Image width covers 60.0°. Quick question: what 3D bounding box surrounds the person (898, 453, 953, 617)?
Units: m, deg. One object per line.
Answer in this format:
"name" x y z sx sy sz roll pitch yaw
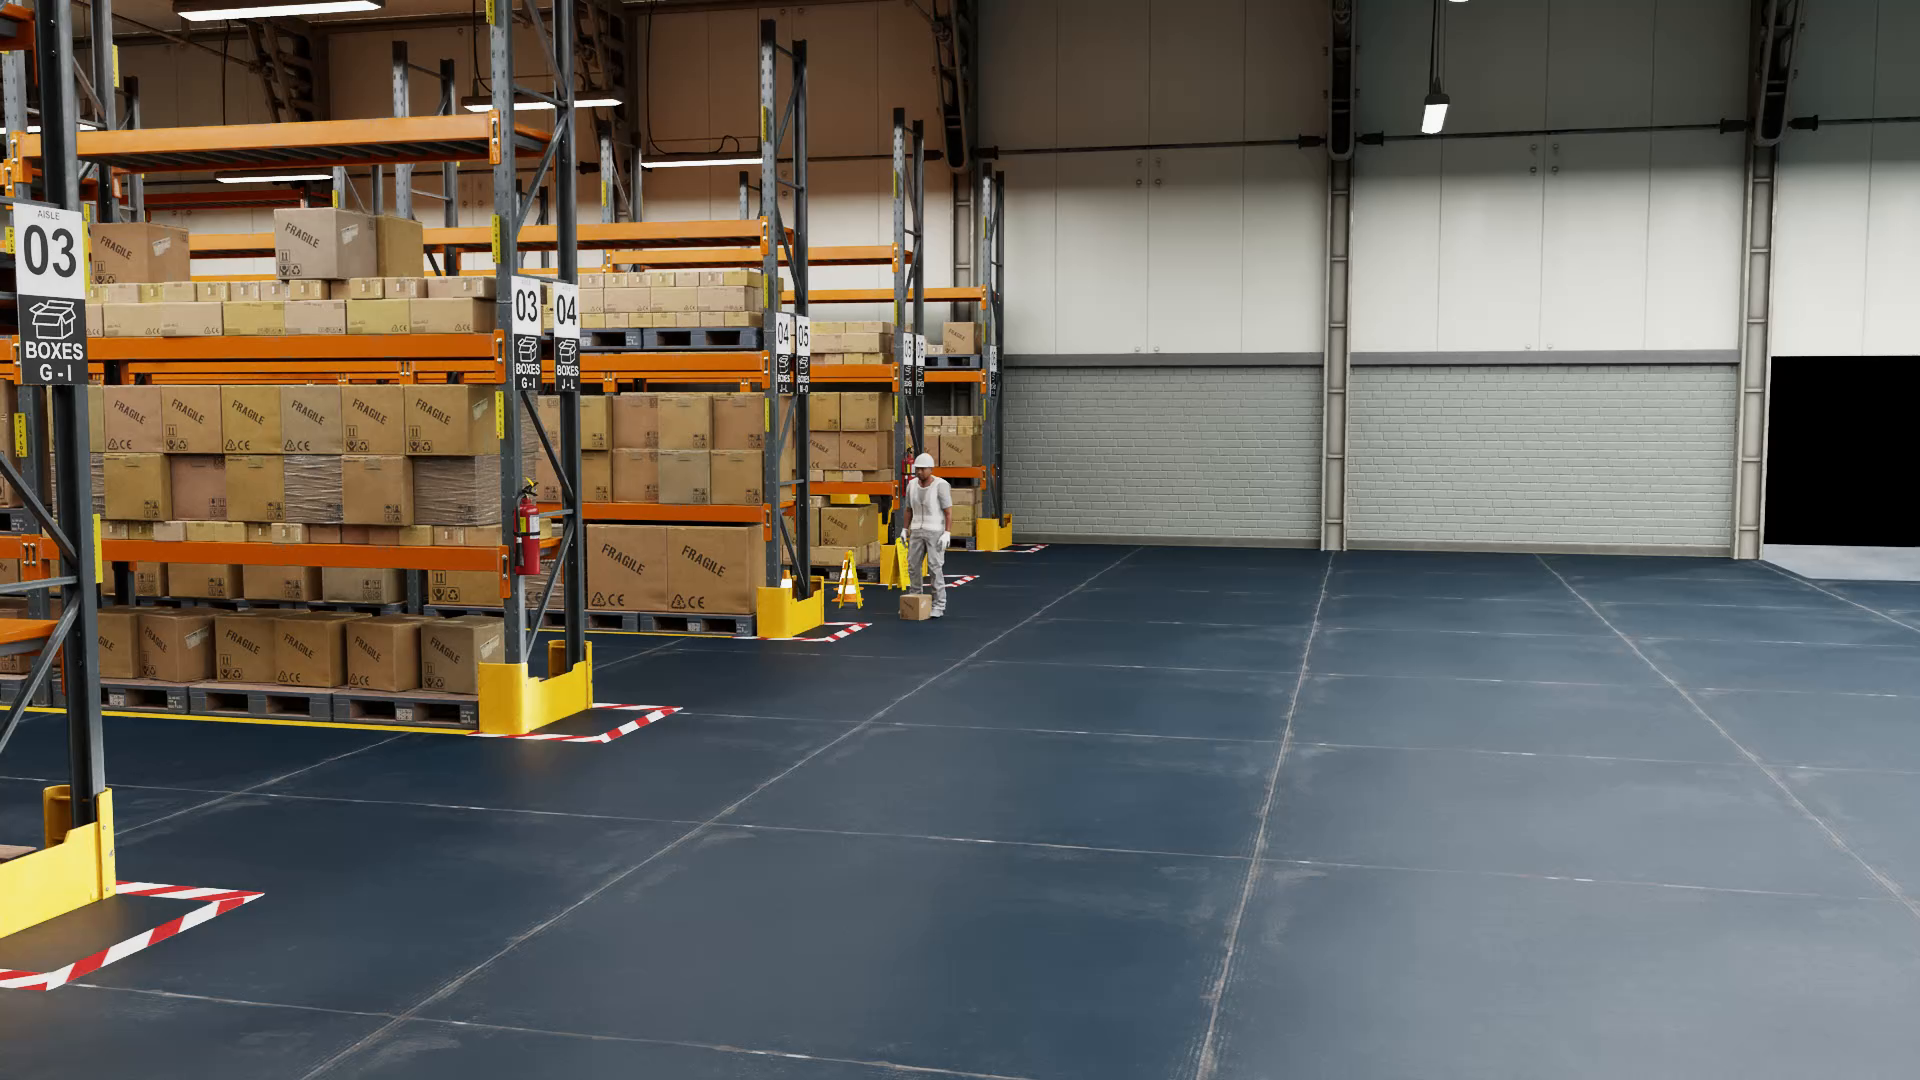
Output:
"person" -0.371 -0.055 18.059 0.615 1.773 0.451 3 6 31
